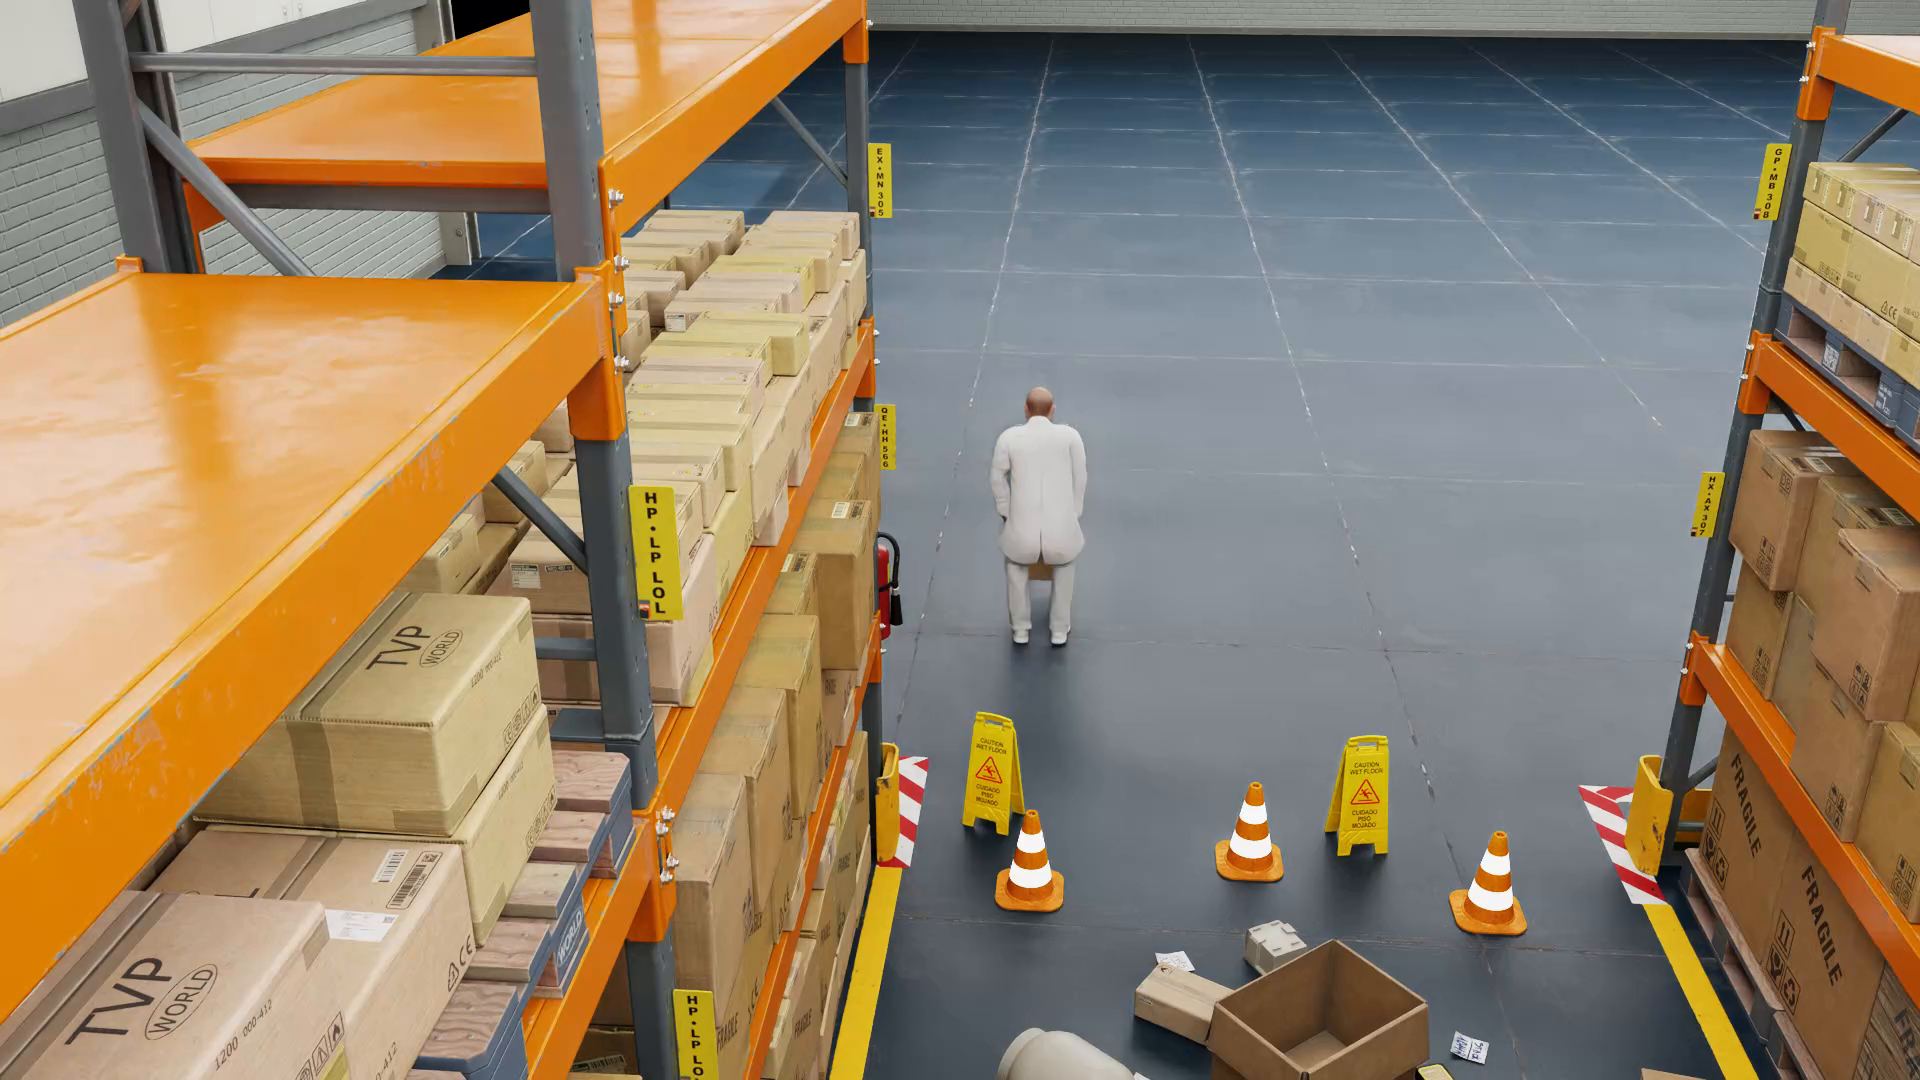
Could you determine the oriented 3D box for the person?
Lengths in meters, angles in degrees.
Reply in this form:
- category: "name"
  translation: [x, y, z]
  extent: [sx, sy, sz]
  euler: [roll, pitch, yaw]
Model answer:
- category: "person"
  translation: [0.489, -0.135, 10.526]
  extent: [0.615, 1.634, 0.539]
  euler: [2, 24, 5]
